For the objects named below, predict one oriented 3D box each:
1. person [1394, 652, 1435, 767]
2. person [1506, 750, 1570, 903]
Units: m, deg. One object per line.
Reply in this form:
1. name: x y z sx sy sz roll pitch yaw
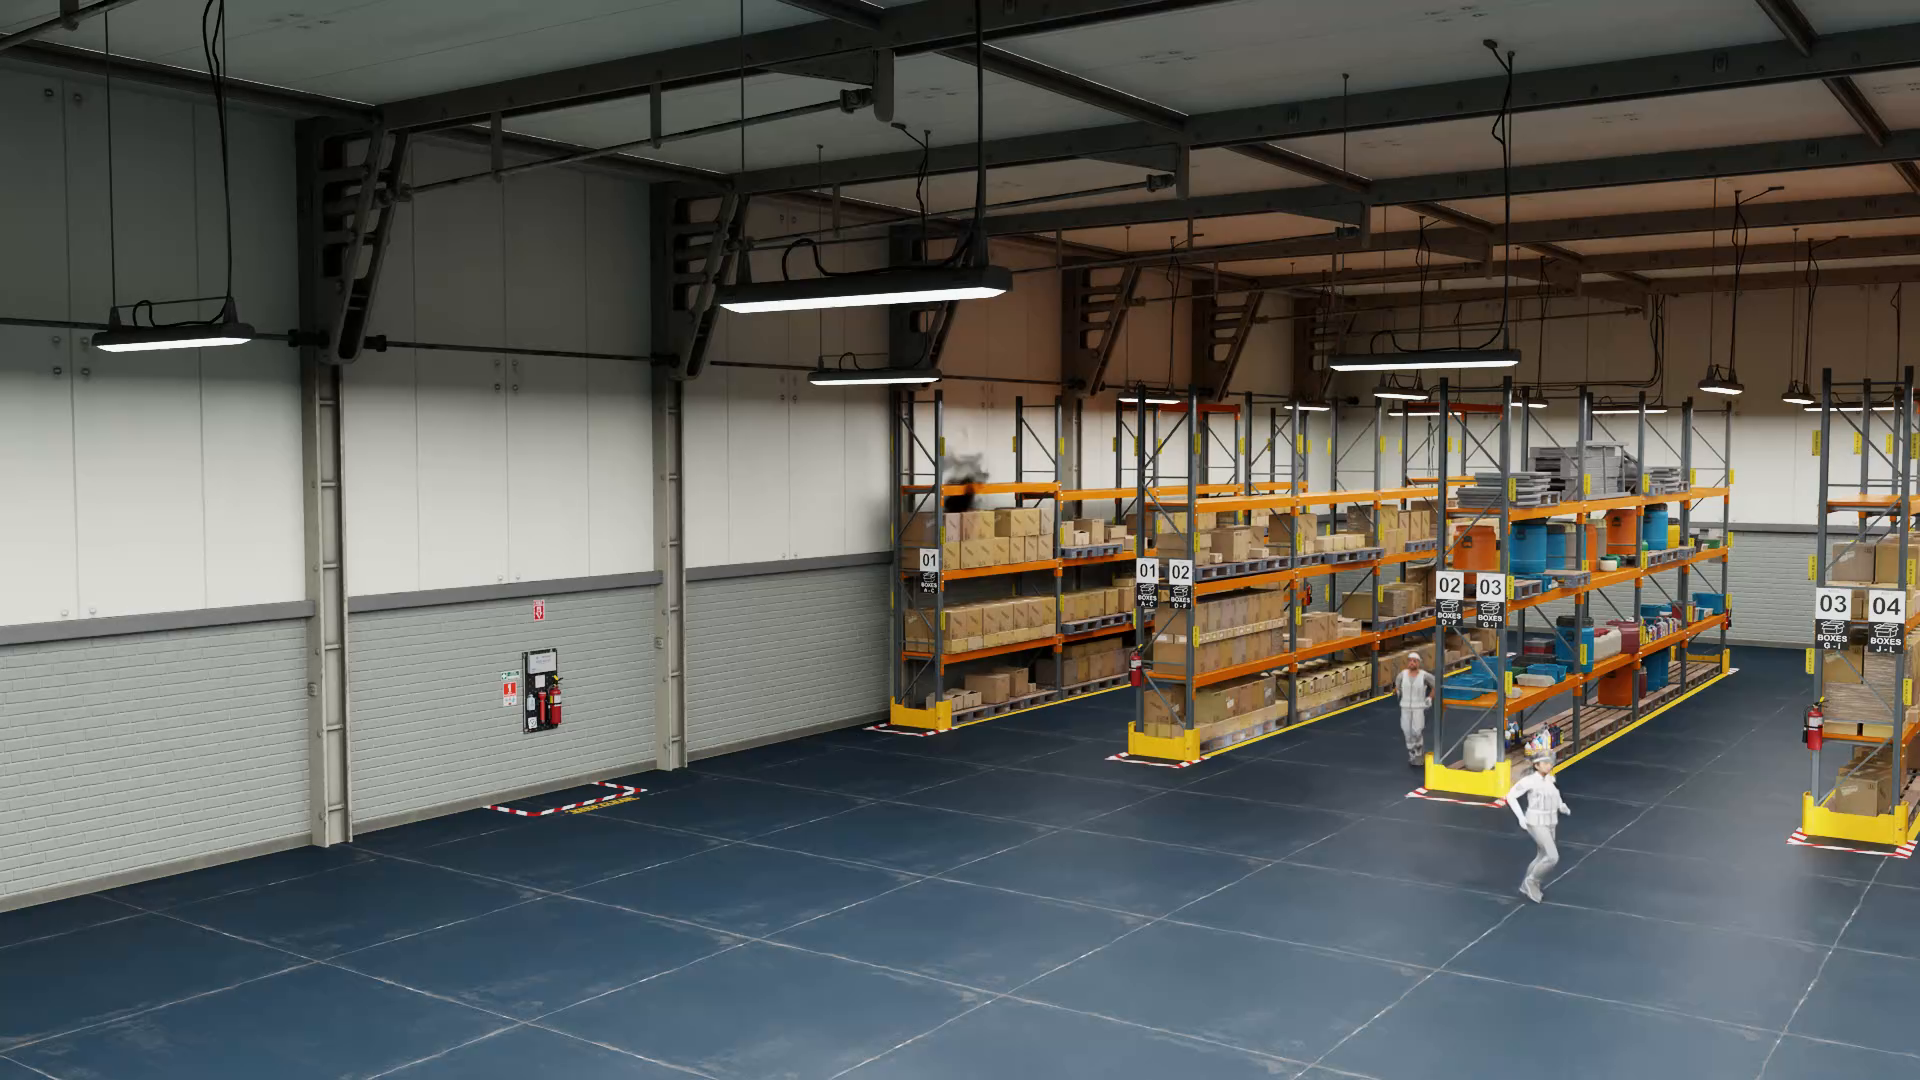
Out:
1. person: 7.067 2.653 25.959 0.621 1.786 0.645 2 4 30
2. person: 6.392 3.128 18.200 0.593 1.670 0.636 -2 4 -31
